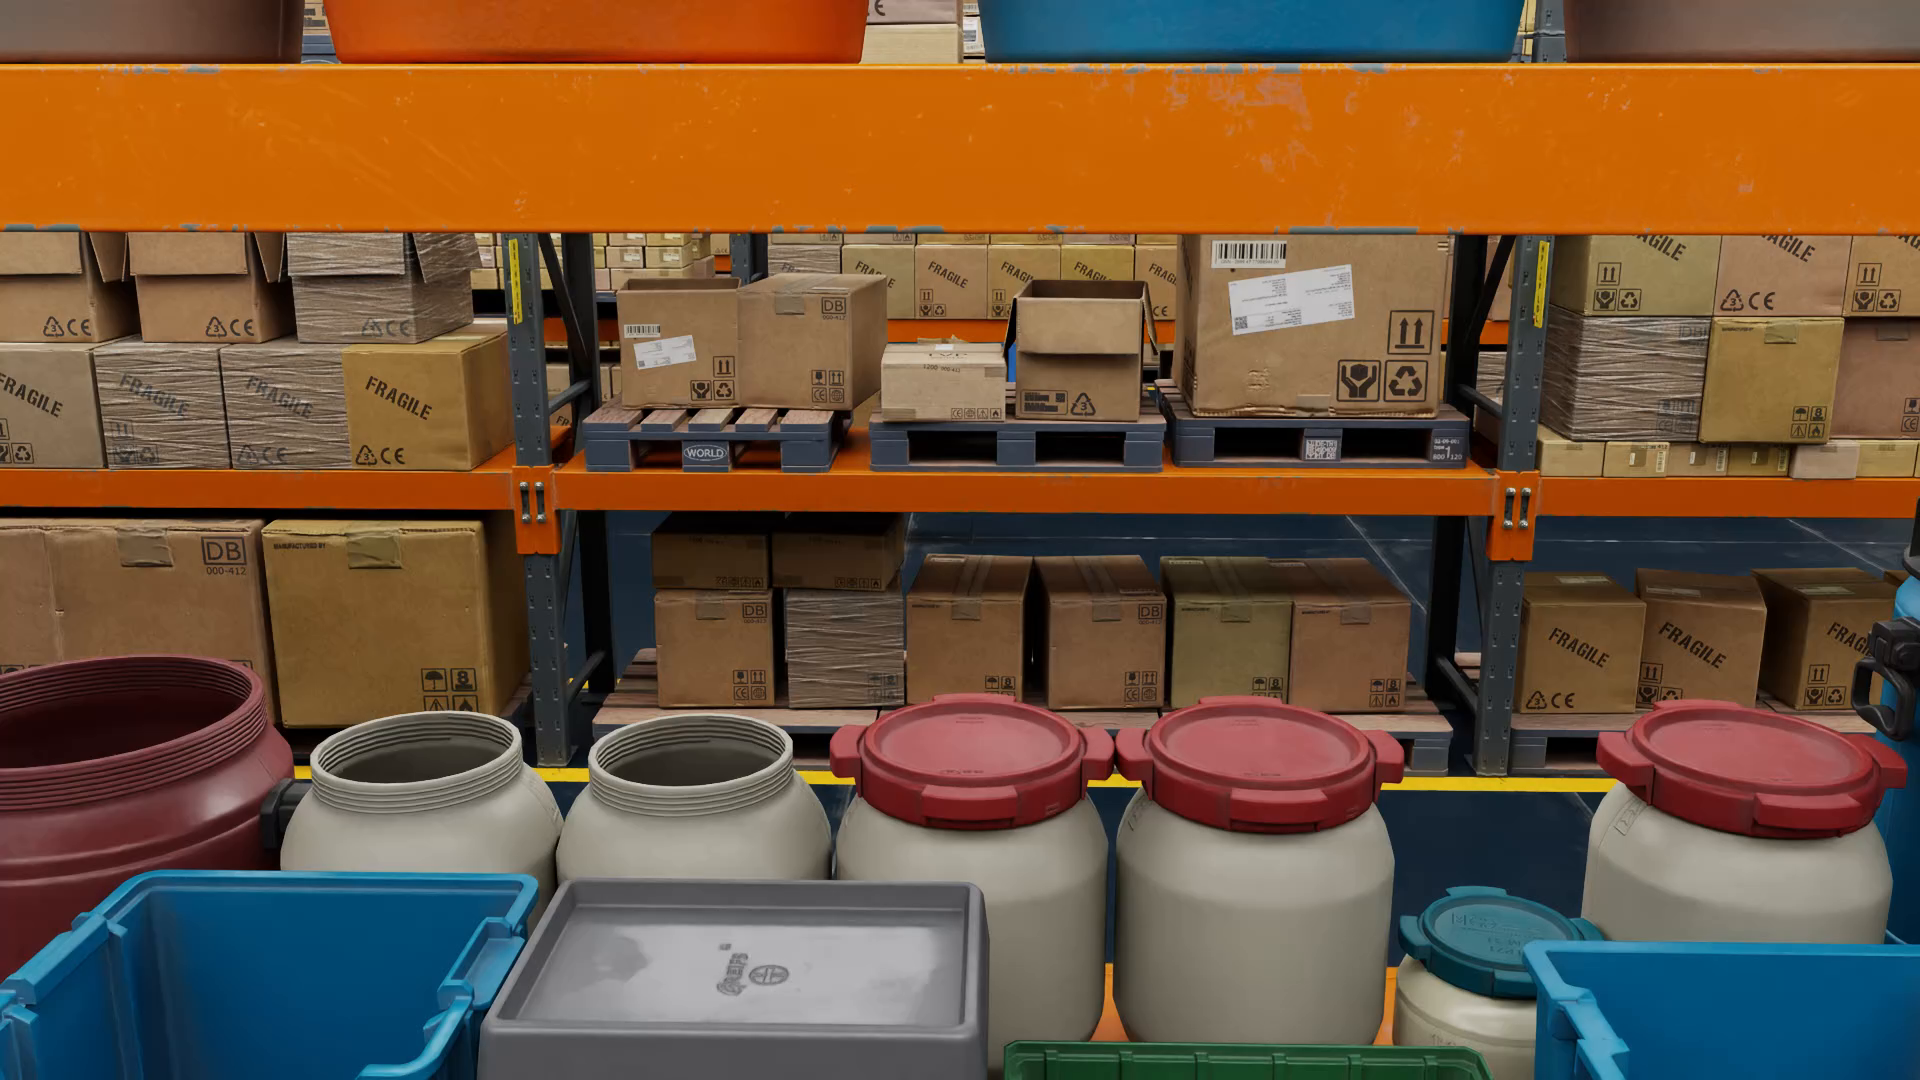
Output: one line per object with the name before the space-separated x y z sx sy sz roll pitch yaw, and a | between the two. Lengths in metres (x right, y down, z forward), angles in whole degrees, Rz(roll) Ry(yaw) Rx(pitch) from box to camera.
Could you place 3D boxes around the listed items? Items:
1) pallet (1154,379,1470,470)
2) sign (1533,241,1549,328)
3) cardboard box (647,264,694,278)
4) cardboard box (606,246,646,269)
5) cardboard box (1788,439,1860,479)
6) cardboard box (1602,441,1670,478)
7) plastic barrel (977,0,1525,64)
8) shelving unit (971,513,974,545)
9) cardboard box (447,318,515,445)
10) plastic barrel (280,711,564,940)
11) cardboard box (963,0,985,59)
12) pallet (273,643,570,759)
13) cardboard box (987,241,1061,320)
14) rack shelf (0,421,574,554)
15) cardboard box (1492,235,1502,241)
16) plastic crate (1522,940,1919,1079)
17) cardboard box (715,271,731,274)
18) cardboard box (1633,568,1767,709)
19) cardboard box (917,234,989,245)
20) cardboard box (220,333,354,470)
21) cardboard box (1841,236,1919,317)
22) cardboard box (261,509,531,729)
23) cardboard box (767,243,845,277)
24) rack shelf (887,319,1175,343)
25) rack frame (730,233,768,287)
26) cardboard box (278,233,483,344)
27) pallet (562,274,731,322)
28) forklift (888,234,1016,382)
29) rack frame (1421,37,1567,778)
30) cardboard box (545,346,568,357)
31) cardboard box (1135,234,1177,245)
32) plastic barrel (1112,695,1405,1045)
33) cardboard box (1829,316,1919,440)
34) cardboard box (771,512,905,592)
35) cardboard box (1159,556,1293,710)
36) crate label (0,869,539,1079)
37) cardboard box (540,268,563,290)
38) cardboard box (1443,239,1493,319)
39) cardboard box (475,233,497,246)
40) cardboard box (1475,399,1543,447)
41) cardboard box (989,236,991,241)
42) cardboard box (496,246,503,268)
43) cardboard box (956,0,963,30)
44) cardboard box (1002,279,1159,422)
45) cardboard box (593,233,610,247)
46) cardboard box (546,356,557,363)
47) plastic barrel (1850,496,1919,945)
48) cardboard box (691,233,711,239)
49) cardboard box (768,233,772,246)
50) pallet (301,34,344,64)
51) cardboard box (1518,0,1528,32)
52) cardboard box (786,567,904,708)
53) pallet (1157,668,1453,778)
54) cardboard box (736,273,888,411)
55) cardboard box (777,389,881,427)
pallet | 1.501 -0.522 7.313 1.213 0.211 1.003 0 15 1
sign | 2.251 -0.991 6.445 0.005 0.325 0.100 0 15 1
cardboard box | -2.014 -1.830 11.566 0.250 0.149 0.380 1 15 2
cardboard box | -2.282 -1.976 11.537 0.250 0.149 0.380 1 15 4
cardboard box | 3.468 -0.362 6.824 0.250 0.149 0.380 0 15 1
cardboard box | 2.718 -0.368 6.846 0.250 0.149 0.380 0 15 1
plastic barrel | 0.313 -0.958 1.730 0.708 0.901 0.600 0 15 1
shelving unit | -0.165 -0.581 10.691 0.503 1.200 0.258 0 15 1
cardboard box | -2.216 -0.719 7.490 0.500 0.500 0.500 1 15 3
plastic barrel | -0.830 0.563 2.607 0.421 0.512 0.421 0 15 0
cardboard box | 0.235 -3.673 11.786 0.500 0.500 0.500 0 15 1
pallet | -2.523 0.726 7.676 1.213 0.211 1.003 0 15 1
cardboard box | 0.443 -1.829 11.698 0.500 0.500 0.500 0 15 1
rack shelf | -3.737 -0.264 7.369 4.000 0.370 1.077 0 15 1
cardboard box | 3.946 -2.407 11.674 0.550 0.550 0.875 0 15 1
plastic crate | 1.024 0.771 2.070 0.575 0.384 0.392 0 15 1
cardboard box | -2.172 -2.327 17.122 0.875 0.875 0.875 0 15 1
cardboard box | 3.233 0.448 7.339 0.500 0.500 0.500 5 16 19
cardboard box | -0.042 -2.383 11.837 0.500 0.500 0.700 0 15 1
cardboard box | -2.735 -0.591 7.006 0.500 0.500 0.500 0 15 1
cardboard box | 3.705 -1.174 6.670 0.500 0.500 0.500 0 15 1
cardboard box | -2.427 0.216 7.483 0.875 0.875 1.225 0 15 -1
cardboard box | -1.068 -1.839 11.735 0.500 0.500 0.500 1 15 2
rack shelf | 0.490 -1.502 12.062 4.000 0.370 1.077 0 15 1
rack frame | -1.509 -1.863 12.020 0.127 3.000 1.000 0 15 1
cardboard box | -2.468 -1.141 7.121 0.637 0.503 0.797 1 15 3
pallet | -2.225 -1.747 11.959 1.003 0.211 1.213 0 15 1
forklift | 0.371 -2.570 14.837 1.130 2.935 3.031 8 17 29
rack frame | 2.262 -0.572 7.129 0.127 3.000 1.000 0 15 1
cardboard box | -3.194 -1.296 12.478 0.500 0.250 0.500 0 15 2
cardboard box | 1.478 -2.373 11.798 0.500 0.500 0.700 0 15 0
plastic barrel | 0.451 0.558 2.578 0.433 0.535 0.433 0 15 0
cardboard box | 3.711 -0.756 7.046 0.500 0.500 0.875 0 15 1
cardboard box | -0.536 0.033 7.404 0.500 0.250 0.500 2 15 8
cardboard box | 1.172 0.406 7.458 0.500 0.500 0.700 0 15 1
crate label | -0.877 0.723 2.150 0.616 0.435 0.502 0 15 1
cardboard box | -2.769 -1.836 11.590 0.250 0.149 0.380 0 15 1
cardboard box | 3.409 -1.912 11.913 0.550 0.550 0.875 0 15 1
cardboard box | -3.304 -2.127 11.525 0.250 0.149 0.380 1 15 4
cardboard box | 2.484 -0.524 7.440 0.250 0.149 0.380 0 15 1
cardboard box | 0.458 -1.967 12.221 0.500 0.500 0.500 1 15 2
cardboard box | -3.044 -1.981 11.556 0.250 0.149 0.380 0 15 1
cardboard box | -0.246 -2.392 6.970 0.500 0.500 0.500 1 15 2
cardboard box | 0.526 -0.813 7.016 0.637 0.503 0.797 2 15 7
cardboard box | -2.524 -2.122 11.506 0.250 0.149 0.380 1 15 3
cardboard box | -3.213 -1.165 11.983 0.500 0.250 0.500 1 15 3
plastic barrel | 1.757 0.369 2.580 0.708 0.901 0.600 0 15 1
cardboard box | -1.971 -2.284 12.121 0.250 0.149 0.380 0 15 2
cardboard box | -1.996 -2.990 16.588 0.500 0.250 0.500 0 15 -1
pallet | -2.382 -1.948 6.834 1.003 0.211 1.213 1 15 4
cardboard box | 3.475 -3.532 11.159 0.500 0.250 0.500 0 15 1
cardboard box | -0.512 0.397 7.492 0.500 0.500 0.700 -1 15 -3
pallet | 1.483 0.771 7.503 1.213 0.211 1.003 0 15 1
cardboard box | -0.636 -0.878 7.270 0.500 0.500 0.700 3 15 10
cardboard box | -0.903 -0.951 12.151 0.750 0.750 1.050 0 15 1
